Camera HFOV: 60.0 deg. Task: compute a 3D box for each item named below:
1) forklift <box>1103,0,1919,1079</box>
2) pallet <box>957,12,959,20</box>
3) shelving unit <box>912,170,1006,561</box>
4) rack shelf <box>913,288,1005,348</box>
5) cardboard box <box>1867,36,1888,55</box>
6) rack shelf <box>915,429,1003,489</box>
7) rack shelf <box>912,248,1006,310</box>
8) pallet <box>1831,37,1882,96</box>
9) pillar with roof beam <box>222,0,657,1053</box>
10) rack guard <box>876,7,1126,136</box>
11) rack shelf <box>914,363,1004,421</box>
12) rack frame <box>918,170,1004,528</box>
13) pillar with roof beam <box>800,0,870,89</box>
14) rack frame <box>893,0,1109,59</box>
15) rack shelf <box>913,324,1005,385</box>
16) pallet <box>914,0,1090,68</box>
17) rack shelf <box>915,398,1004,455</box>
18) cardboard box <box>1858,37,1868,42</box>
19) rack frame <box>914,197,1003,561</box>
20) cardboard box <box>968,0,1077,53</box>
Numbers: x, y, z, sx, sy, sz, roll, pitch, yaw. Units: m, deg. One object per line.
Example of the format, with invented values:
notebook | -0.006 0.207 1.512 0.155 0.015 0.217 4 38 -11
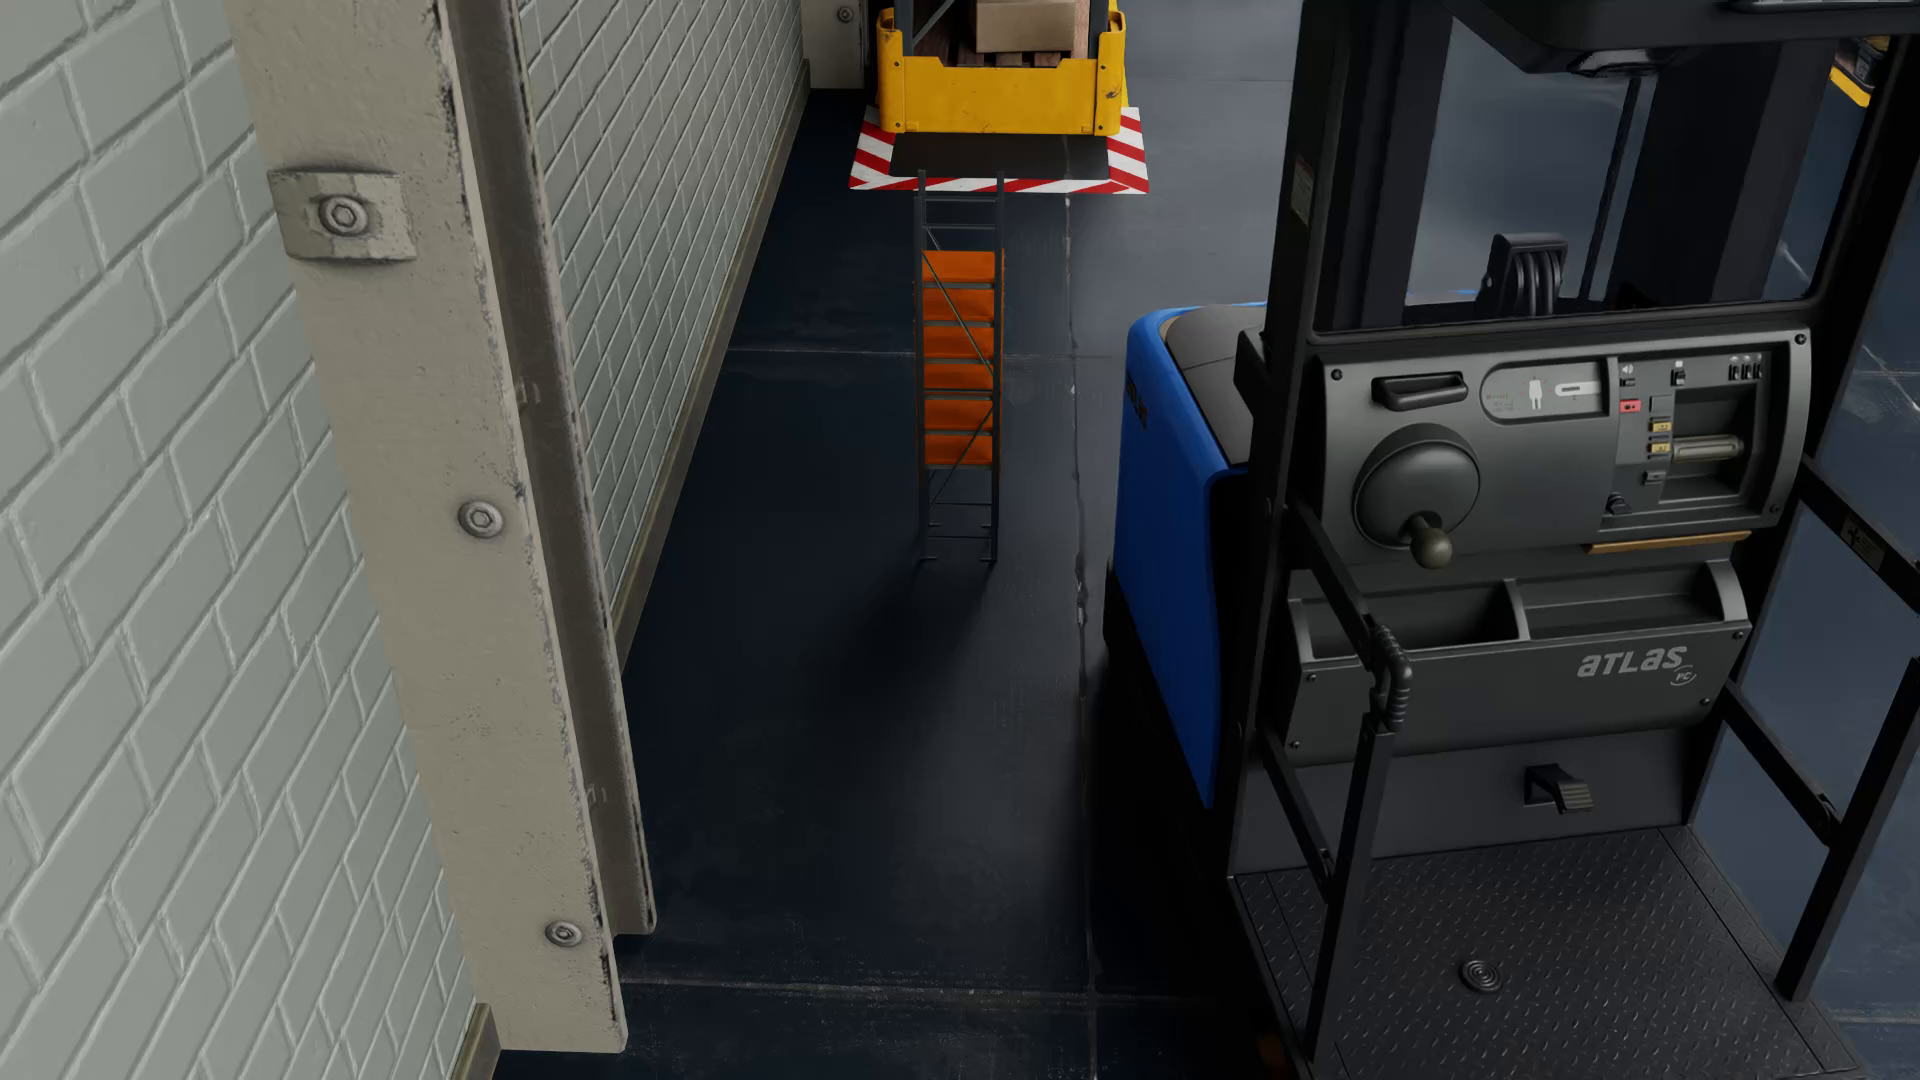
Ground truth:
forklift | 1.138 -0.109 2.856 1.130 2.935 3.031 -5 35 -7
pallet | 0.315 -3.312 9.780 1.003 0.211 1.213 1 35 2
shelving unit | -0.001 -0.483 4.893 0.258 1.200 0.189 1 35 2
rack shelf | -0.001 -0.643 4.781 0.258 0.103 0.180 1 35 2
cardboard box | 4.869 -2.494 8.216 0.500 0.250 0.500 1 35 2
rack shelf | -0.001 -0.250 5.057 0.258 0.103 0.180 1 35 2
rack shelf | -0.001 -0.741 4.712 0.258 0.103 0.180 1 35 2
pallet | 5.131 -2.432 8.527 1.003 0.211 1.213 1 35 2
pillar with roof beam | 3.417 -2.575 1.087 9.100 9.000 0.400 1 35 2
rack guard | 0.195 -2.266 8.039 1.175 0.500 0.348 1 35 2
rack shelf | -0.001 -0.446 4.919 0.258 0.103 0.180 1 35 2
rack frame | 0.003 -0.535 4.968 0.240 1.200 0.006 1 35 2
pillar with roof beam | 3.658 -6.022 5.992 9.100 9.000 0.400 1 35 2
rack frame | 0.192 -3.245 7.258 1.000 3.000 0.127 1 35 2
rack shelf | -0.001 -0.544 4.850 0.258 0.103 0.180 1 35 2
pallet | 0.263 -2.613 8.785 1.003 0.211 1.213 1 35 2
rack shelf | -0.001 -0.348 4.988 0.258 0.103 0.180 1 35 2
cardboard box | 4.877 -2.782 8.625 0.500 0.250 0.500 1 35 2
rack frame | -0.004 -0.430 4.818 0.240 1.200 0.006 1 35 2
cardboard box | 0.310 -2.720 8.467 0.500 0.311 0.500 -2 35 -3
